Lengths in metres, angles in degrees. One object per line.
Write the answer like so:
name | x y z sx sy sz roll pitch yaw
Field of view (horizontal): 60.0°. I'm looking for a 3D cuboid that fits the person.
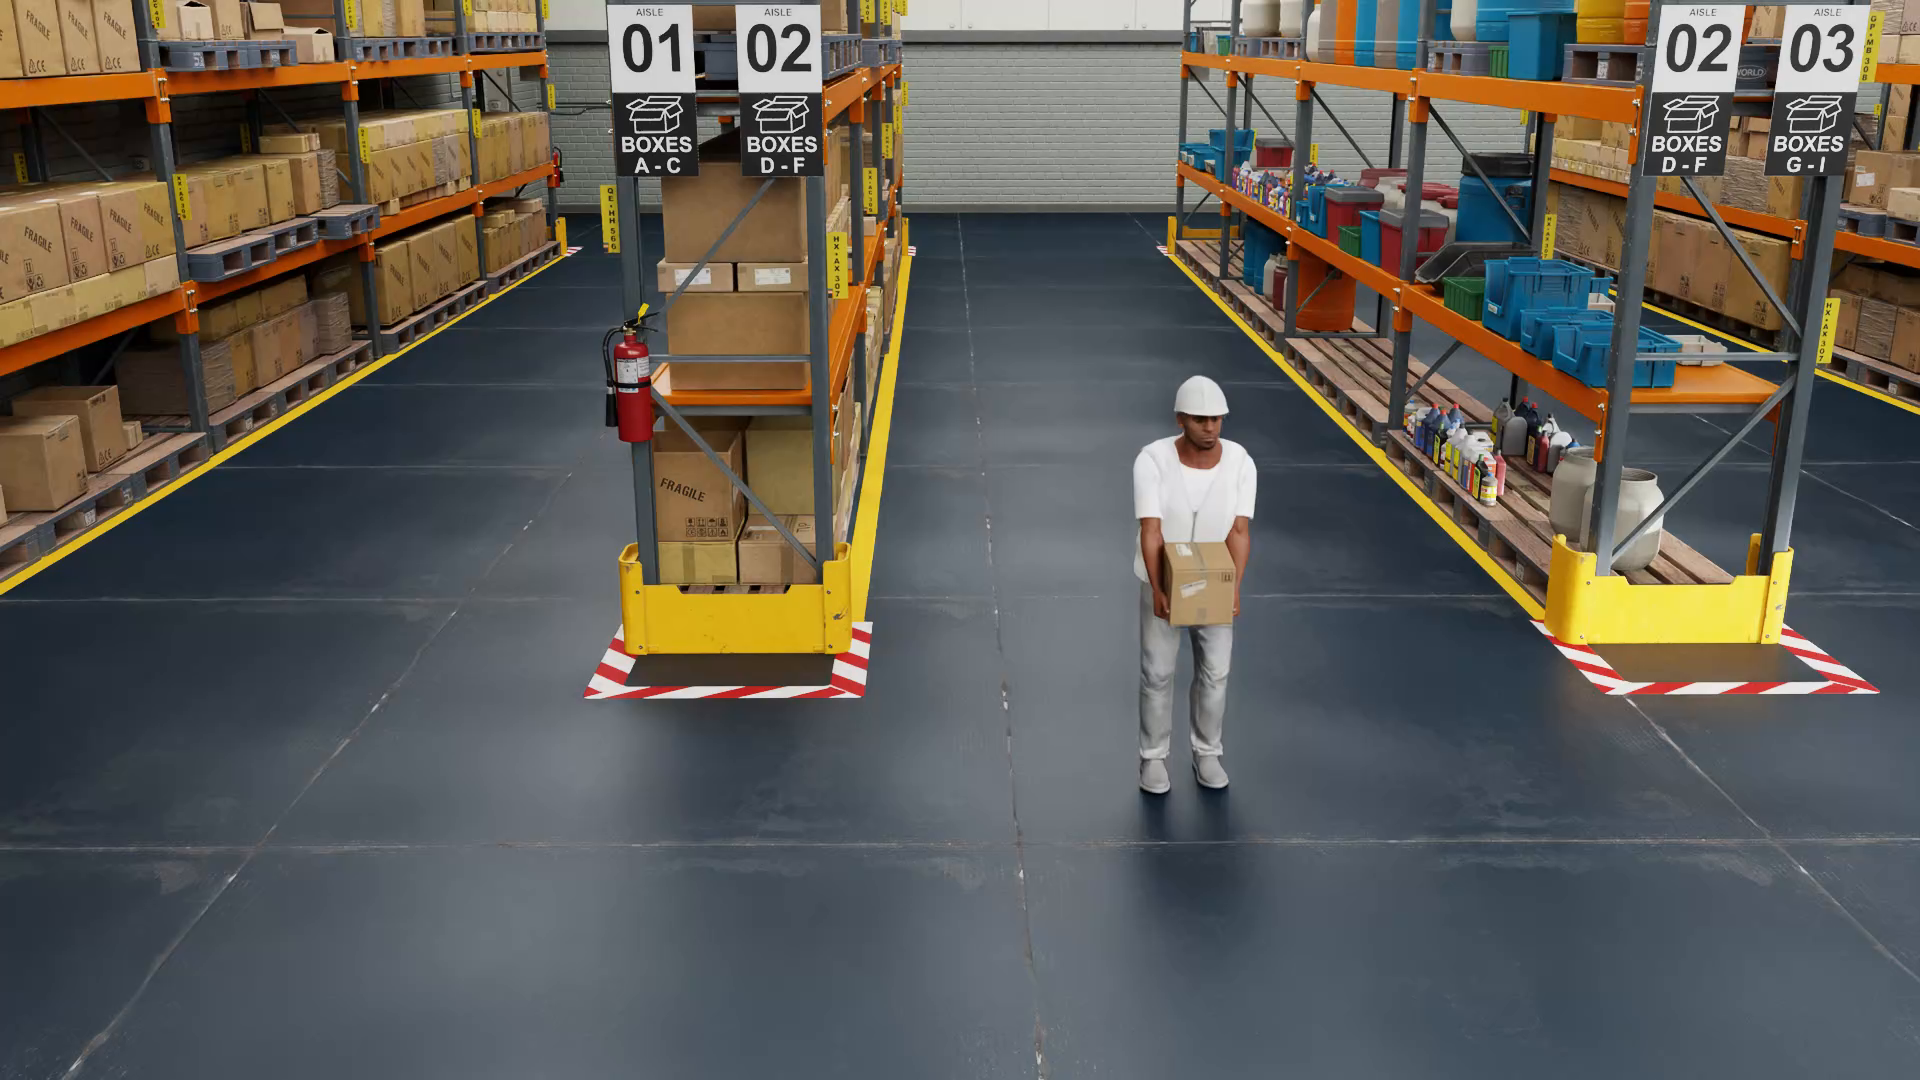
person | 0.962 0.202 6.856 0.504 1.758 0.581 -1 17 -2
